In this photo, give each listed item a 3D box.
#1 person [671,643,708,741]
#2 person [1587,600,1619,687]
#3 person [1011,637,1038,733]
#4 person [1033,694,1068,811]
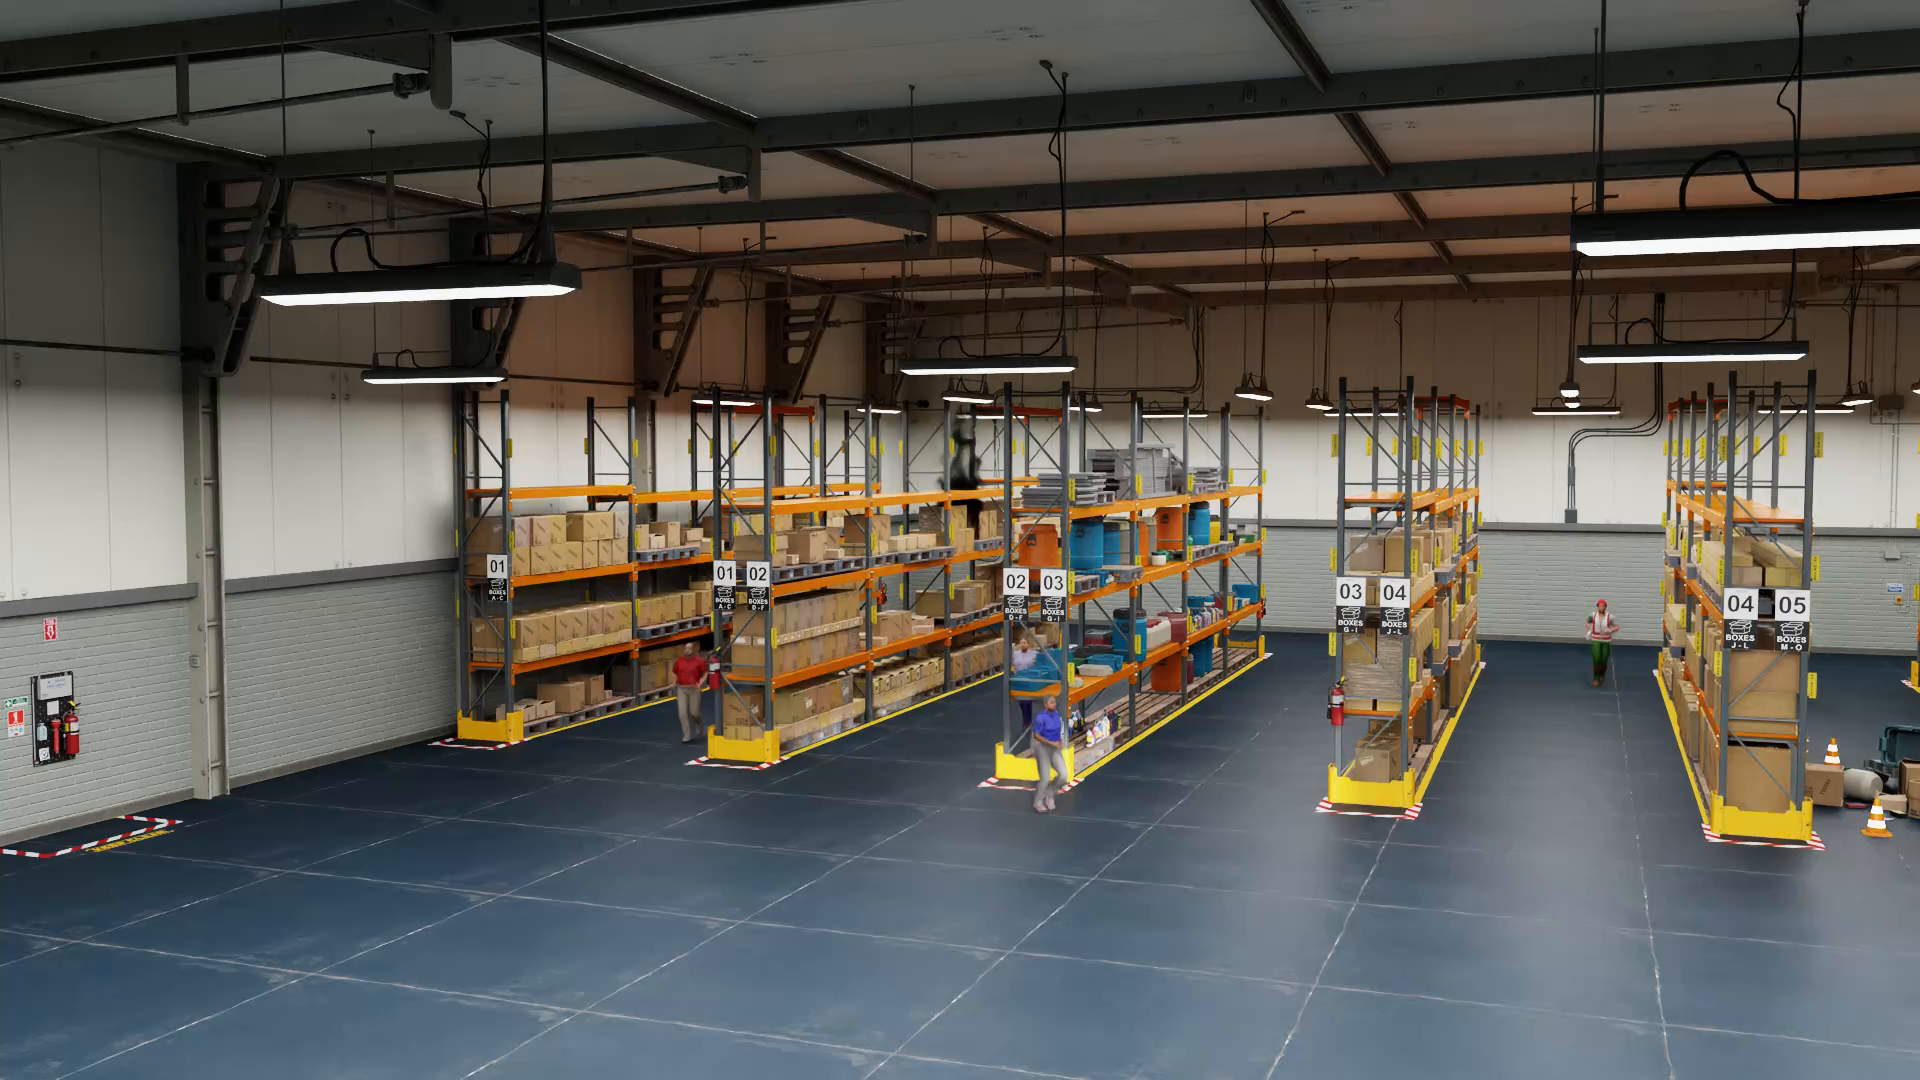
[{"bbox_3d":[-4.636,2.592,28.489,0.661,1.673,0.628,0,3,5],"label":"person"},{"bbox_3d":[13.559,2.160,35.097,0.647,1.816,0.835,1,3,23],"label":"person"},{"bbox_3d":[1.138,2.573,29.552,0.566,1.706,0.744,1,3,21],"label":"person"},{"bbox_3d":[1.266,2.929,22.839,0.601,1.637,0.631,-3,4,-39],"label":"person"}]
